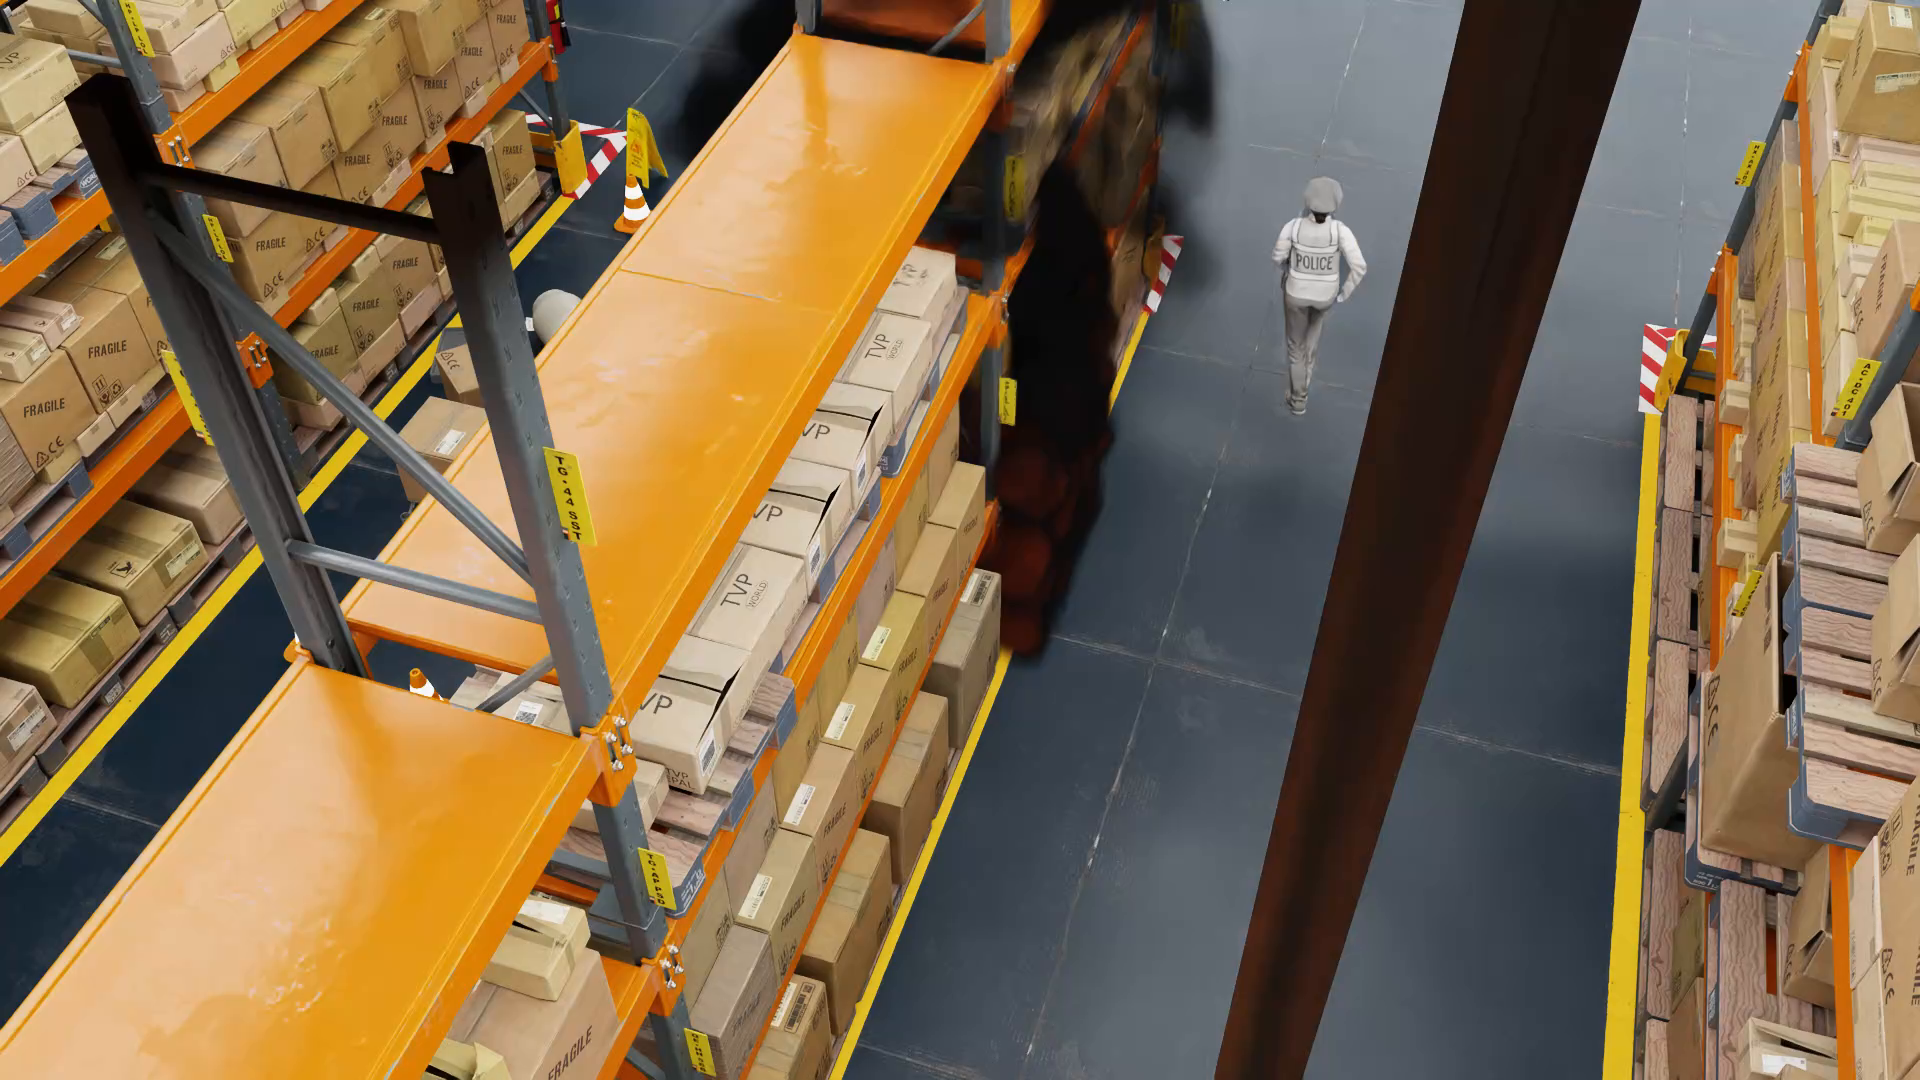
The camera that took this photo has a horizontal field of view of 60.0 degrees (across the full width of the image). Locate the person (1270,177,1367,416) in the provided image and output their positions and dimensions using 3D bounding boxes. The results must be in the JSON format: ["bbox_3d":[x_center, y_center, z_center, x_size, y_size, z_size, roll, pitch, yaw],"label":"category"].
[{"bbox_3d":[2.356,-1.649,11.189,0.592,1.719,0.713,3,46,3],"label":"person"}]
